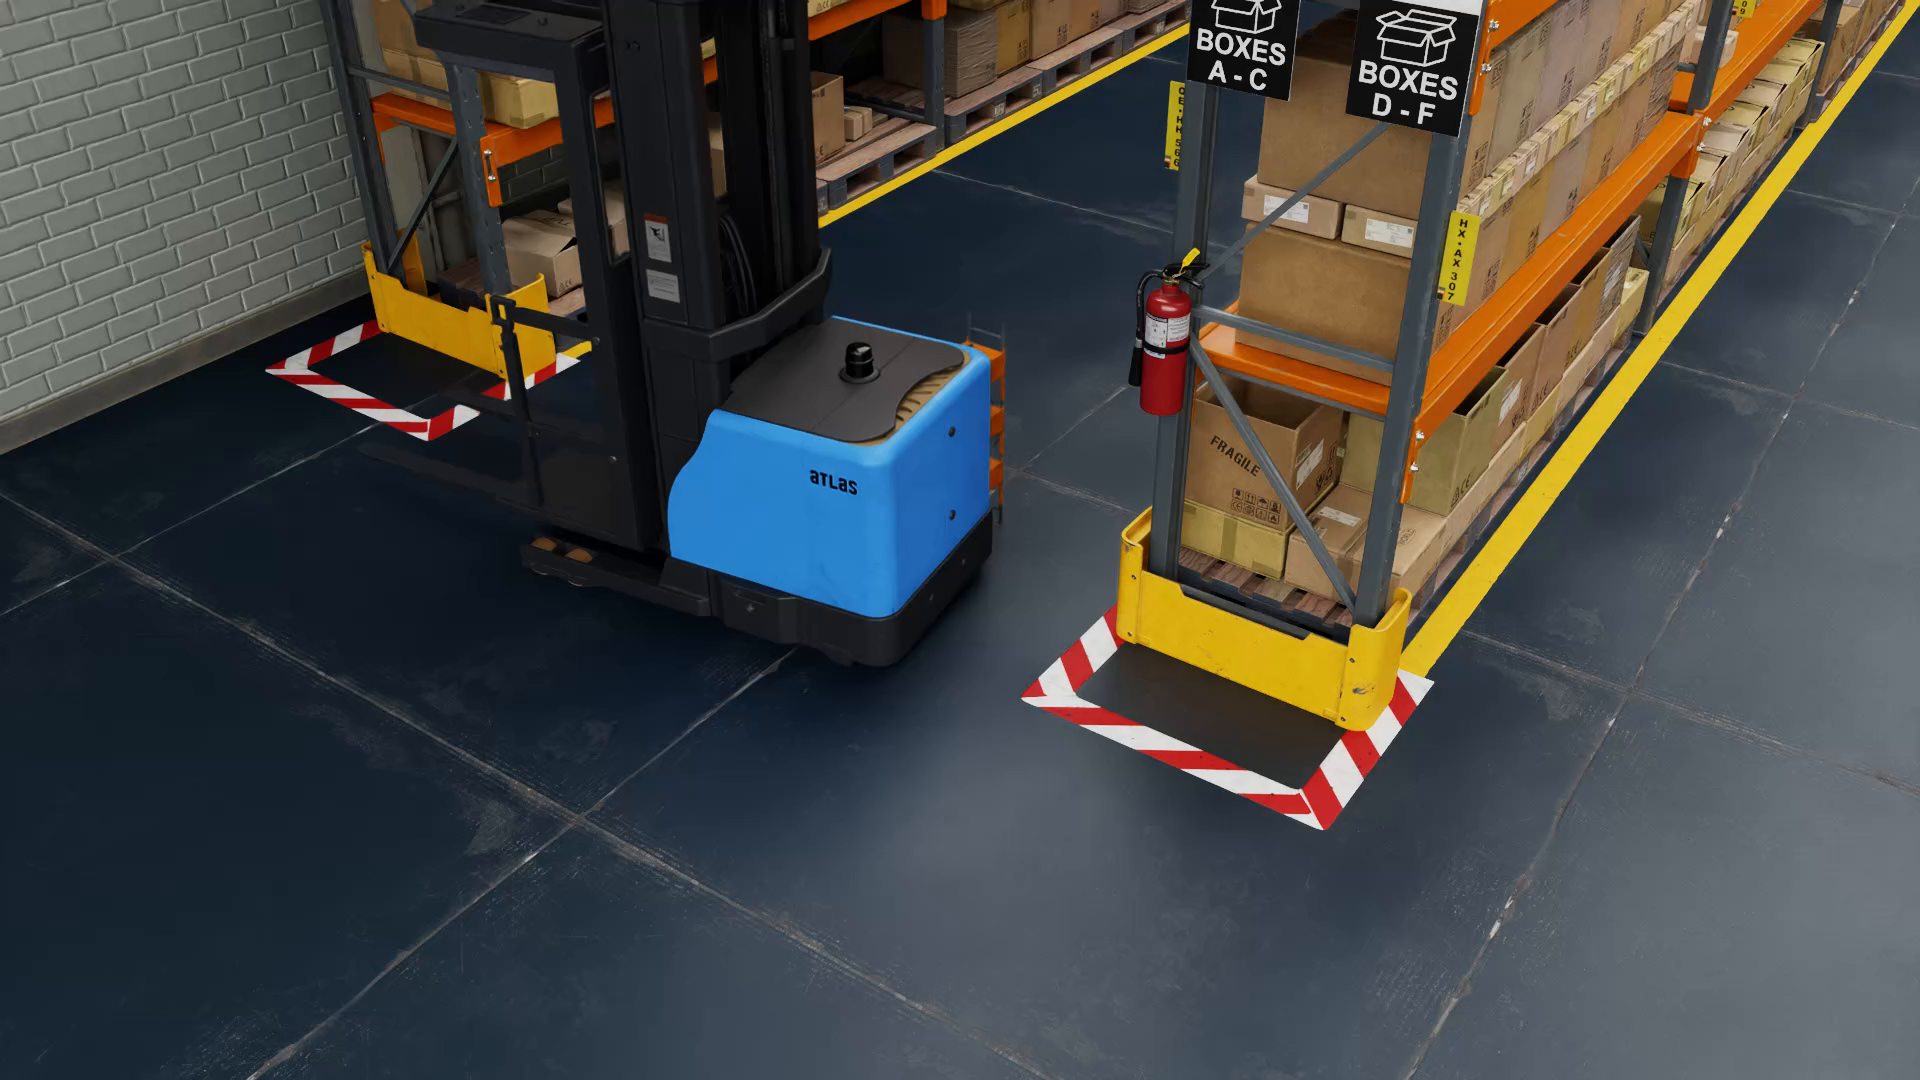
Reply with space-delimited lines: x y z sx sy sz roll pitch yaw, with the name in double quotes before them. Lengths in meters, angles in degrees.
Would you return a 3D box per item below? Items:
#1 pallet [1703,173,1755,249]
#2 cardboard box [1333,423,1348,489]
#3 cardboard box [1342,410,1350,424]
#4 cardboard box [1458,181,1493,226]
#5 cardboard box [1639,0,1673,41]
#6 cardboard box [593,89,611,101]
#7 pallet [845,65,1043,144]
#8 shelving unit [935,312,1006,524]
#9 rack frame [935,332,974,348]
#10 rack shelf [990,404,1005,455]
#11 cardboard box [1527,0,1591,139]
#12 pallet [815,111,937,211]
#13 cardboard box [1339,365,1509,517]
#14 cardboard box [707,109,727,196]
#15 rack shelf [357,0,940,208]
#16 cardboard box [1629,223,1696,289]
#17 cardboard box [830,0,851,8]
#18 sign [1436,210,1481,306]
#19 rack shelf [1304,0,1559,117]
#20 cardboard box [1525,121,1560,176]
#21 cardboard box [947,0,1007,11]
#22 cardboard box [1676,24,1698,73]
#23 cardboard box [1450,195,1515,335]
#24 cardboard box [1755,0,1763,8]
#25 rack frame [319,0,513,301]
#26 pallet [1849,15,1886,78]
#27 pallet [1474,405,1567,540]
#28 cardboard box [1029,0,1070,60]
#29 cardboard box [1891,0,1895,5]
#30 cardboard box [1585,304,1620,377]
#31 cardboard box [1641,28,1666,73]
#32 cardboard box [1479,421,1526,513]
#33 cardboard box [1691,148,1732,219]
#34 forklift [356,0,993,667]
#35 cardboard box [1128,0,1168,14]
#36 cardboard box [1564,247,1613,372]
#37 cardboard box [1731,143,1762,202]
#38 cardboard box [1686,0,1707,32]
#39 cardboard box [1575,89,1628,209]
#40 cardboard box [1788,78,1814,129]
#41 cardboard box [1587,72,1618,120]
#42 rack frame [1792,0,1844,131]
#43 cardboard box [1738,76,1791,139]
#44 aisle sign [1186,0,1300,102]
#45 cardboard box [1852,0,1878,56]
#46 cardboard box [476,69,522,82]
"pallet" 4.600 -2.343 11.027 1.003 0.211 1.213 21 39 28
"cardboard box" 1.575 -0.352 7.673 0.500 0.250 0.500 21 39 28
"cardboard box" 1.856 -0.895 7.805 0.500 0.500 0.500 21 39 28
"cardboard box" 1.786 -1.287 6.306 0.380 0.149 0.250 20 39 27
"cardboard box" 2.983 -2.723 7.851 0.700 0.500 0.500 21 39 28
"cardboard box" -2.012 -2.636 9.086 0.500 0.250 0.500 20 39 27
"pallet" -0.112 -3.367 12.541 1.003 0.211 1.213 21 39 28
"shelving unit" 0.047 -0.488 7.535 0.215 1.050 0.252 21 40 28
"rack frame" -0.023 -0.432 7.452 0.200 1.050 0.008 21 40 28
"rack shelf" 0.047 -0.480 7.541 0.215 0.259 0.240 21 40 28
"cardboard box" 2.126 -2.032 6.830 0.700 0.500 0.500 21 40 28
"pallet" -0.908 -2.688 11.537 1.003 0.211 1.213 21 39 28
"cardboard box" 2.009 -0.494 7.213 0.500 0.500 0.500 21 39 28
"cardboard box" -1.582 -2.343 10.376 0.700 0.500 0.500 19 38 25
"rack shelf" -1.695 -2.945 10.070 1.077 0.370 4.000 21 39 28
"cardboard box" 3.951 -1.724 9.702 0.500 0.250 0.500 20 39 27
"cardboard box" -0.866 -3.568 10.465 0.500 0.250 0.500 21 40 28
"sign" 1.689 -0.954 5.639 0.100 0.325 0.005 21 39 28
"rack shelf" 2.377 -2.607 6.892 1.077 0.370 4.000 21 39 28
"cardboard box" 2.225 -1.640 6.829 0.380 0.149 0.250 20 39 27
"cardboard box" 0.100 -4.169 12.406 0.500 0.250 0.500 20 39 27
"cardboard box" 3.762 -2.761 9.290 0.500 0.250 0.500 24 41 31
"cardboard box" 1.809 -1.238 6.813 0.700 0.500 0.500 22 40 29
"cardboard box" 4.855 -3.688 10.436 0.500 0.500 0.500 19 38 26
"rack frame" -2.835 -2.323 8.507 1.000 3.000 0.127 21 39 28
"pallet" 6.951 -4.159 13.712 1.003 0.211 1.213 21 39 28
"pallet" 2.335 -0.512 8.318 1.003 0.211 1.213 21 39 28
"cardboard box" 0.429 -4.130 13.018 0.700 0.500 0.500 22 40 29
"cardboard box" 7.744 -4.868 14.109 0.500 0.500 0.500 21 40 28
"cardboard box" 3.139 -1.108 8.790 0.500 0.250 0.500 21 39 28
"cardboard box" 3.100 -2.344 7.870 0.380 0.149 0.250 21 39 28
"cardboard box" 2.293 -0.414 7.764 0.500 0.250 0.500 21 39 28
"cardboard box" 4.247 -2.190 9.889 0.500 0.311 0.500 21 39 28
"forklift" -1.407 -1.254 6.989 3.031 2.935 1.130 16 37 22
"cardboard box" 1.359 -4.803 14.014 0.700 0.500 0.500 22 40 29
"cardboard box" 2.856 -1.188 8.239 0.500 0.500 0.500 21 39 28
"cardboard box" 4.827 -2.432 10.749 0.500 0.250 0.500 22 40 29
"cardboard box" 3.538 -2.700 8.396 0.380 0.149 0.250 21 39 28
"cardboard box" 2.685 -1.944 7.857 0.700 0.500 0.500 22 40 29
"cardboard box" 5.699 -3.139 11.793 0.500 0.250 0.500 22 40 29
"cardboard box" 2.664 -1.993 7.350 0.380 0.149 0.250 23 40 30
"rack frame" 5.798 -4.424 11.614 1.000 3.000 0.127 21 39 28
"cardboard box" 5.121 -2.899 10.938 0.500 0.311 0.500 21 39 28
"aisle sign" 0.958 -1.883 5.536 0.394 0.787 0.004 21 39 28
"cardboard box" 6.877 -4.161 13.064 0.500 0.500 0.500 21 39 28
"cardboard box" -2.316 -2.703 8.516 0.500 0.500 0.500 21 39 28
